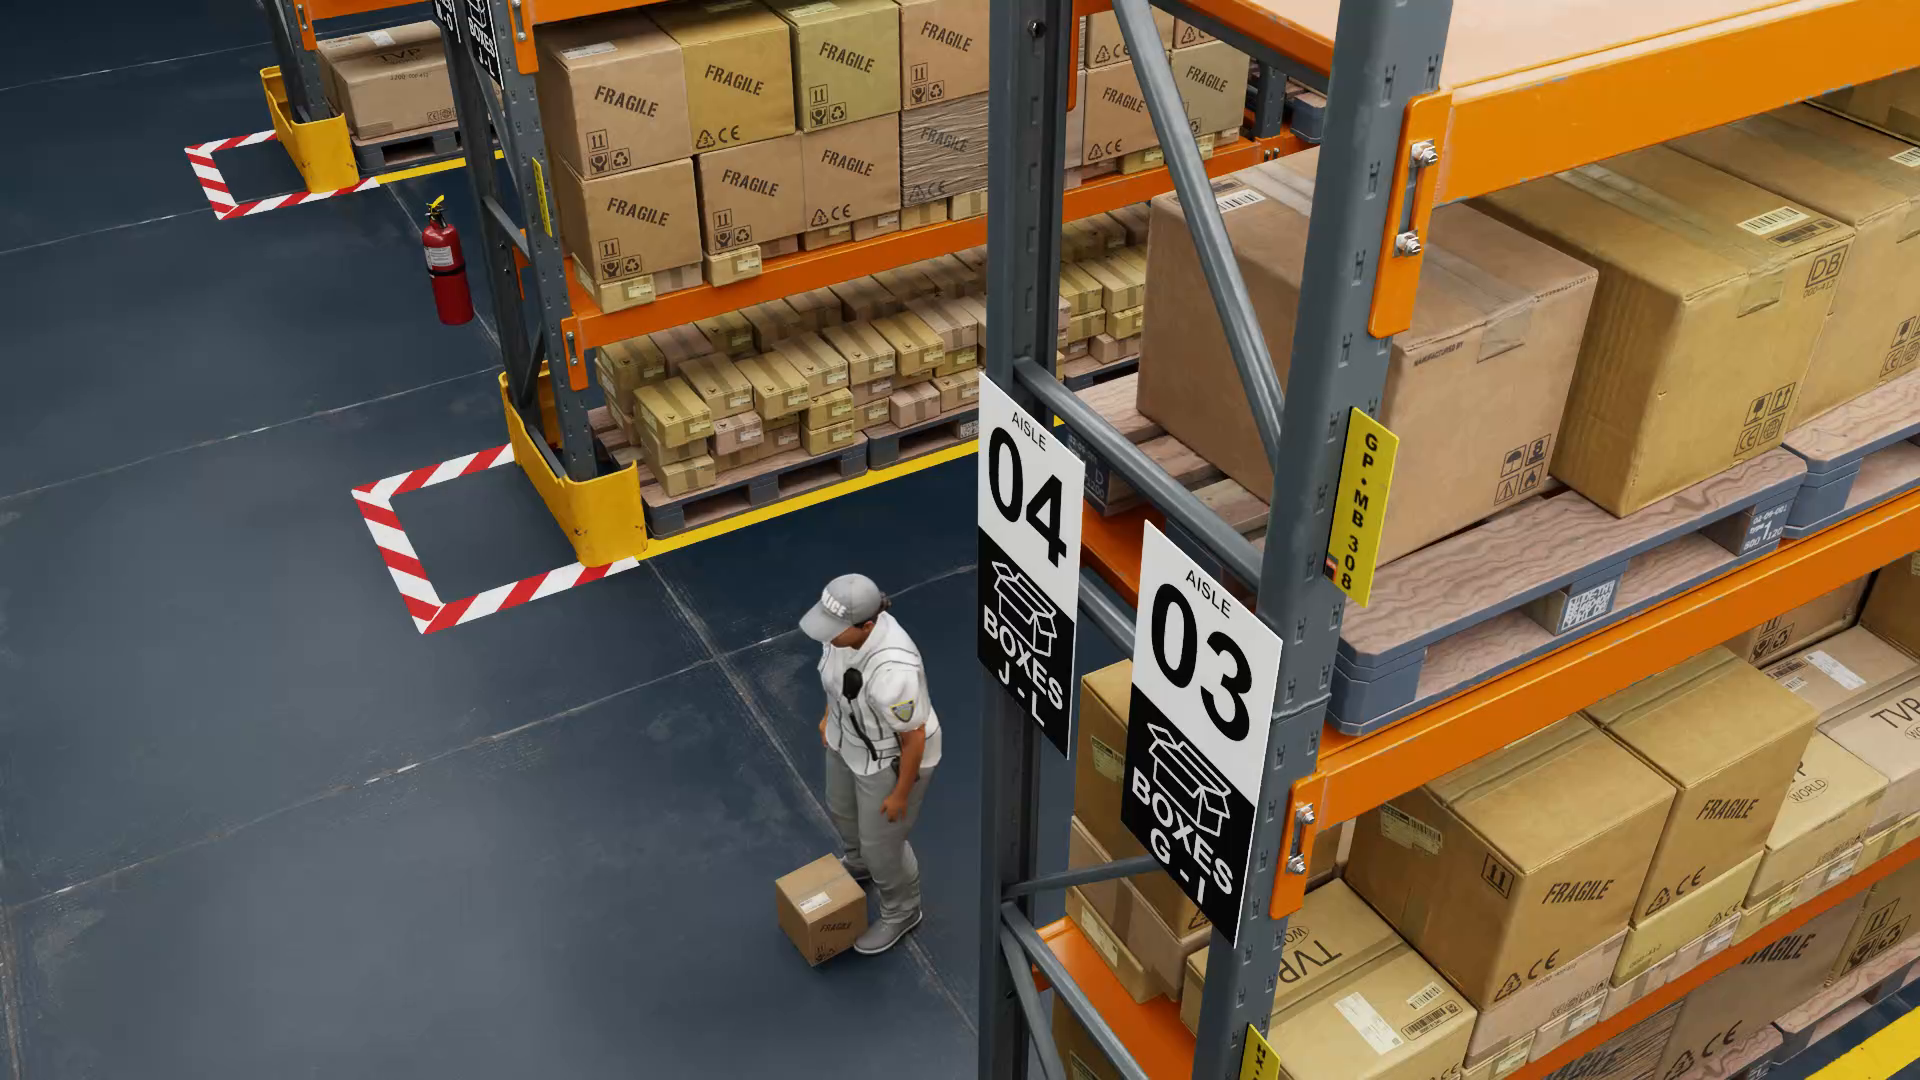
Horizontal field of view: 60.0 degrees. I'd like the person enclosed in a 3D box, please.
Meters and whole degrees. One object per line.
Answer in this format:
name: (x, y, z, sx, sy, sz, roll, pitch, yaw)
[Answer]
person: (-0.330, 0.759, 5.915, 0.465, 1.667, 0.560, -21, 42, -25)
